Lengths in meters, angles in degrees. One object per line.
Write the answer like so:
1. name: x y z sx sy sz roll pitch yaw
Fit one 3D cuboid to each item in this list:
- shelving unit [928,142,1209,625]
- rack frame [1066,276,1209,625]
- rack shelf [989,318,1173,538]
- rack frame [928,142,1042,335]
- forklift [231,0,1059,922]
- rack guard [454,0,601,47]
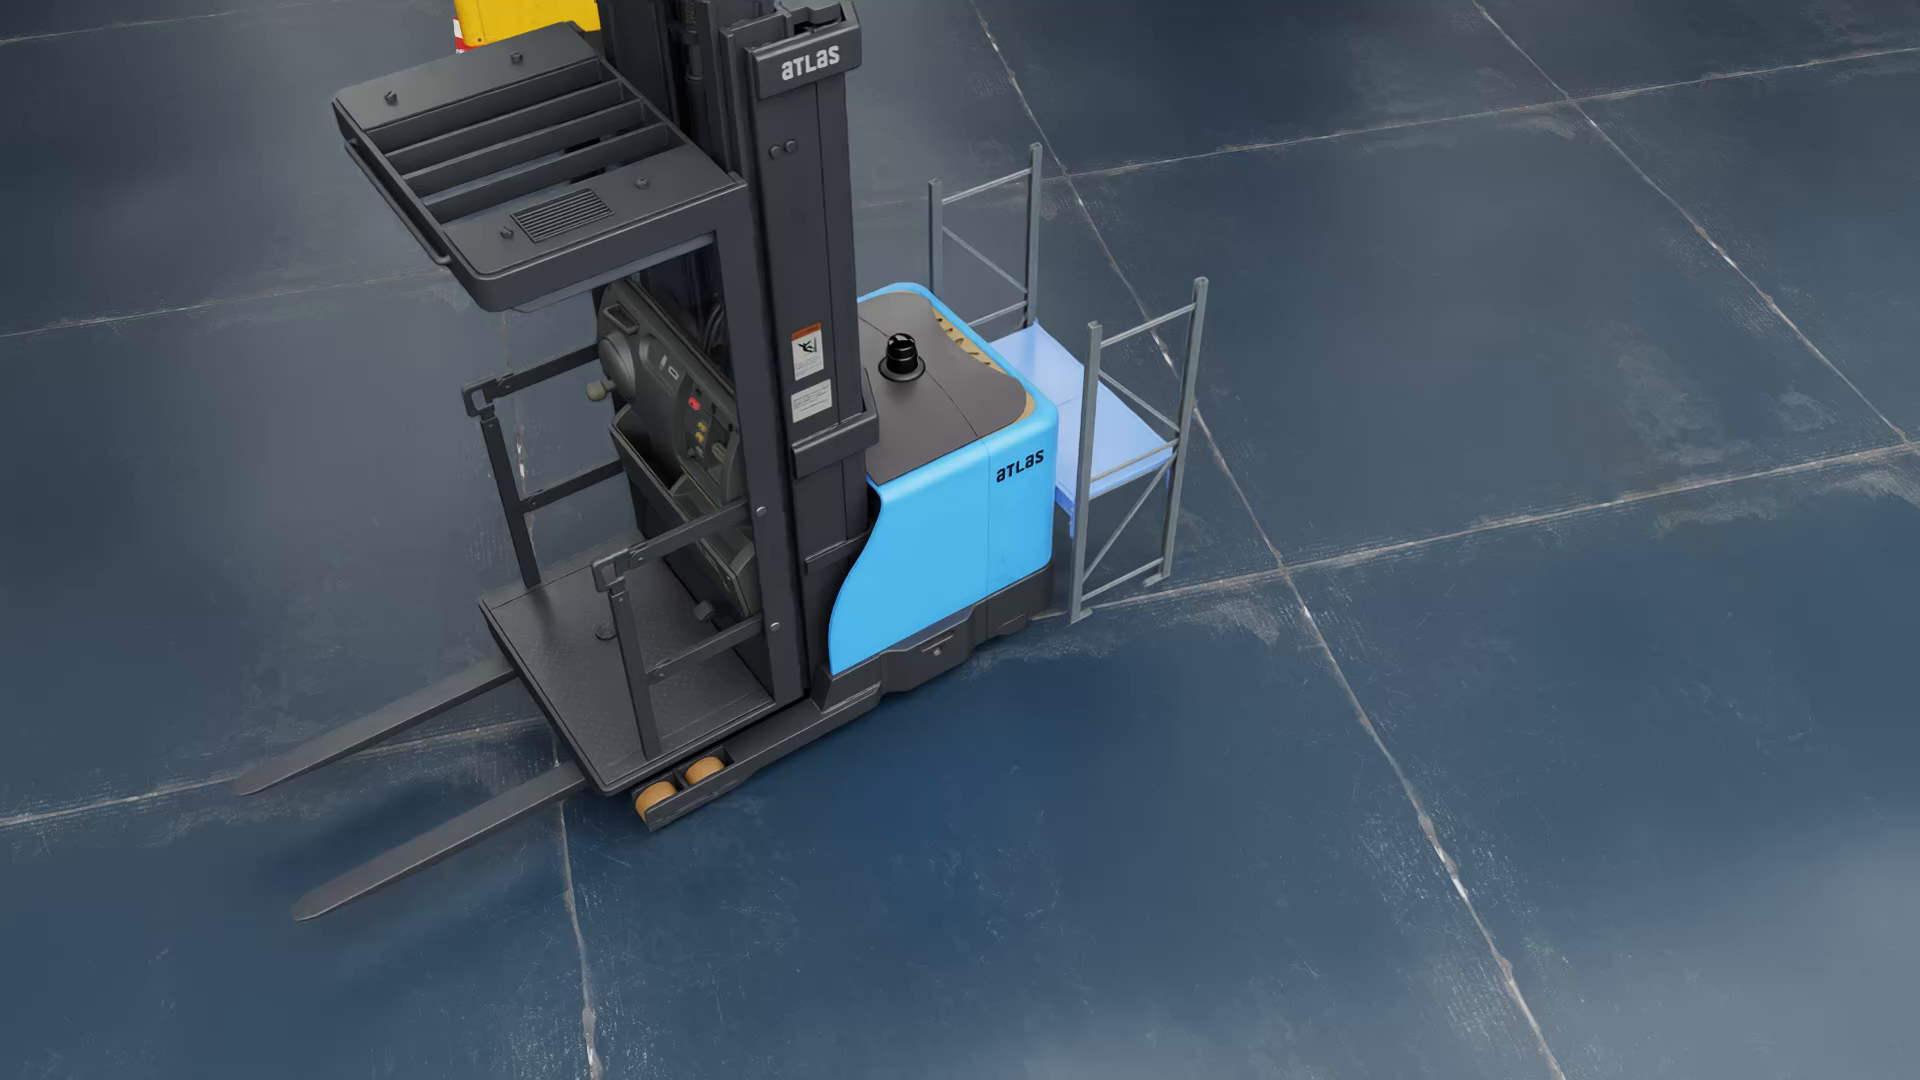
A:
1. shelving unit: 0.372 -0.596 6.535 0.538 1.500 1.048 -25 50 -22
2. rack frame: 0.647 -0.291 6.236 0.500 1.500 0.032 -25 50 -22
3. rack shelf: 0.372 -0.470 6.663 0.538 0.185 1.000 -25 50 -22
4. rack frame: 0.098 -0.902 6.834 0.500 1.500 0.032 -25 50 -22
5. forklift: -1.129 -0.428 5.368 3.031 2.935 1.130 -26 51 -23
6. rack guard: -2.417 -3.317 9.901 1.175 0.500 0.348 -11 47 -10
